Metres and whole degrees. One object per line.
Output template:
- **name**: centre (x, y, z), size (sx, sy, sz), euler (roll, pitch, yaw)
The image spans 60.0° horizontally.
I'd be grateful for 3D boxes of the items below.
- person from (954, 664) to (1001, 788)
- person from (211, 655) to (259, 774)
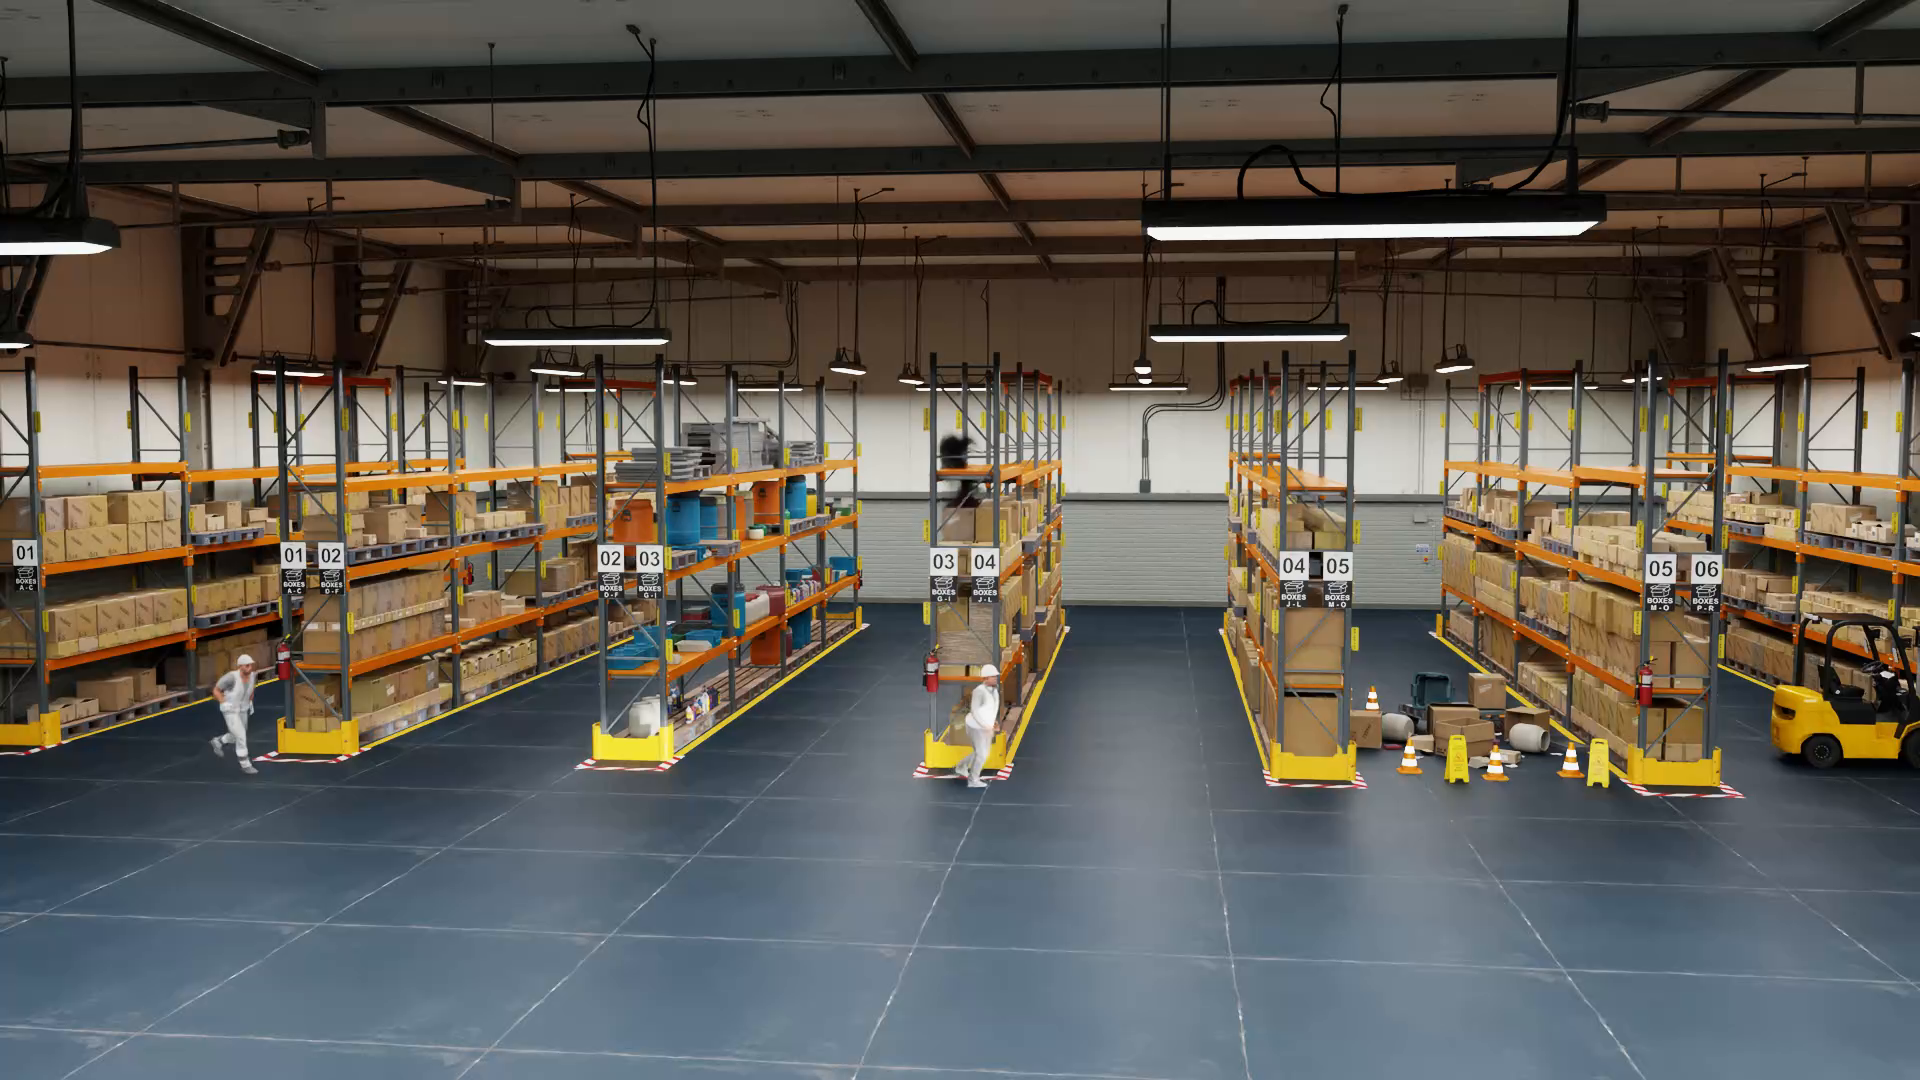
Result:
- **person**: centre (0.231, 2.540, 22.790), size (0.753, 1.714, 0.623), euler (2, 4, 26)
- **person**: centre (-10.443, 2.481, 23.829), size (0.969, 1.728, 0.665), euler (3, 5, 33)
